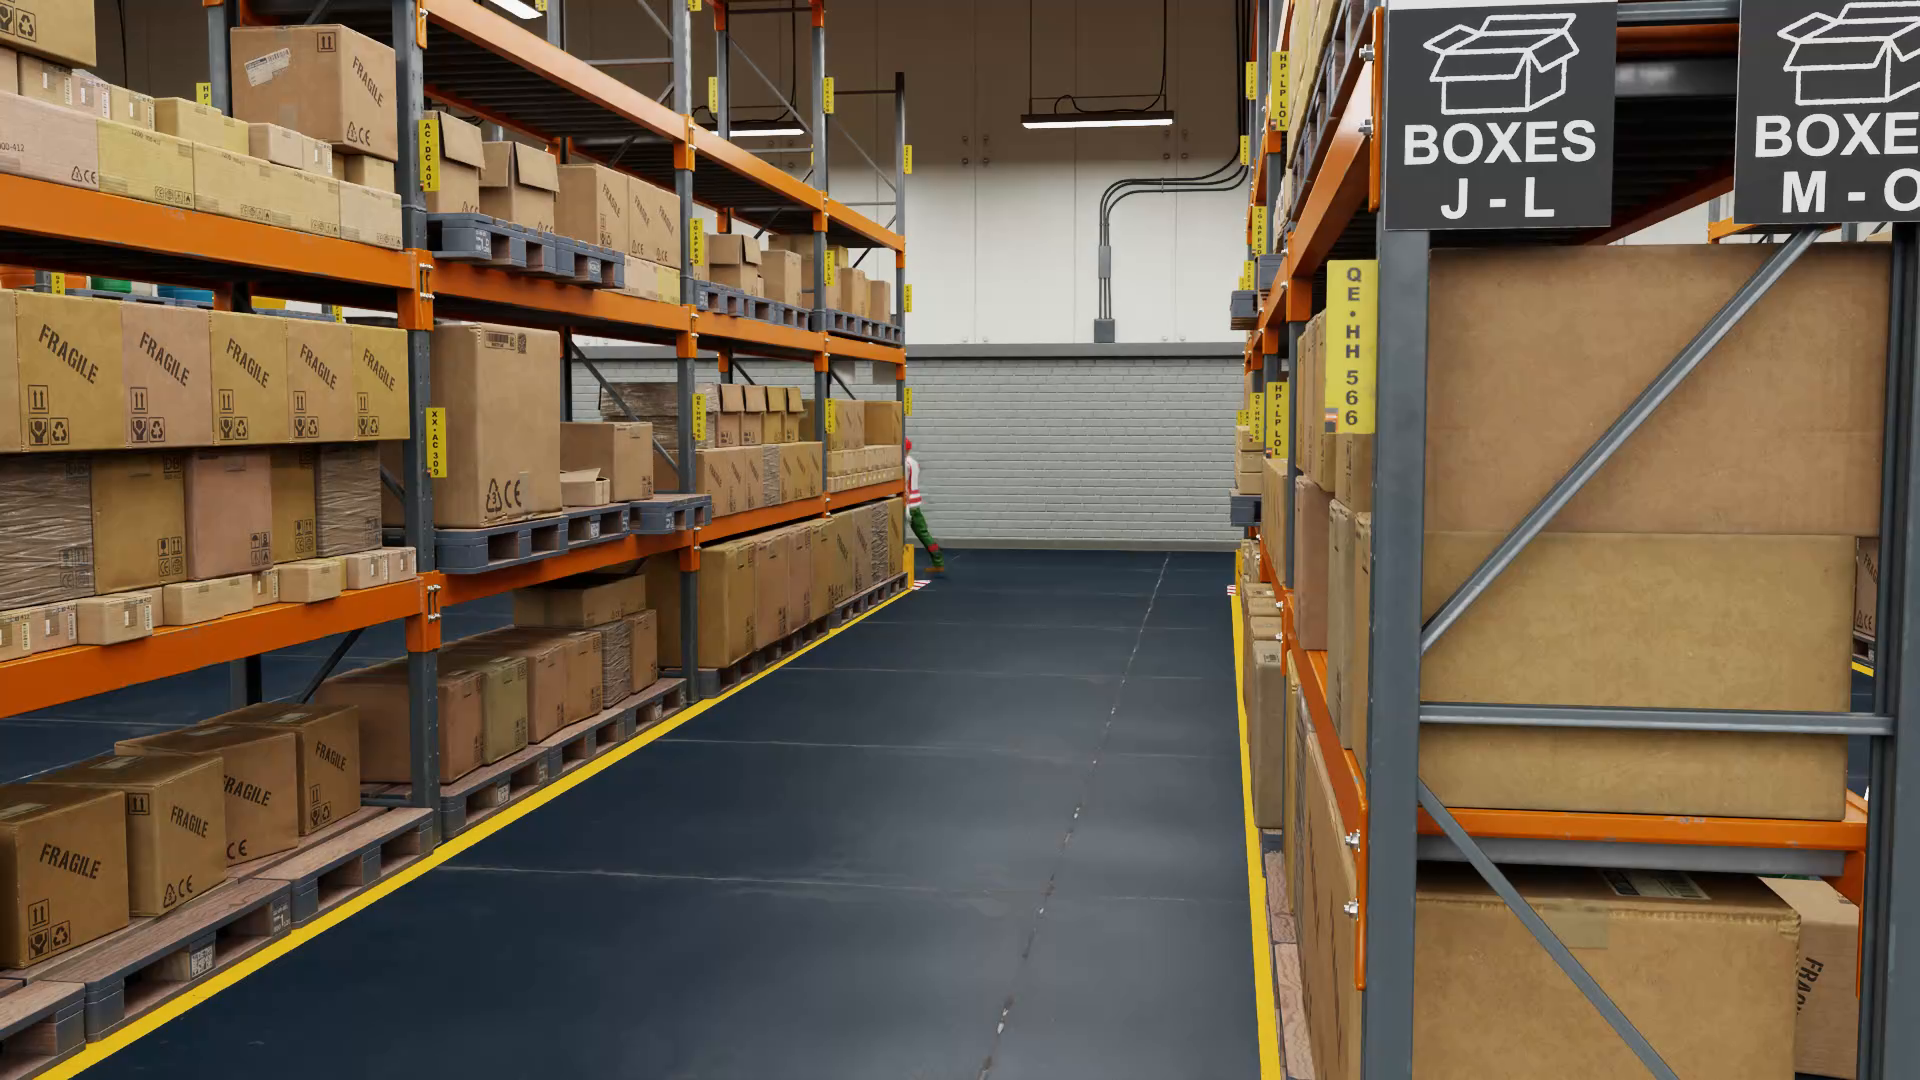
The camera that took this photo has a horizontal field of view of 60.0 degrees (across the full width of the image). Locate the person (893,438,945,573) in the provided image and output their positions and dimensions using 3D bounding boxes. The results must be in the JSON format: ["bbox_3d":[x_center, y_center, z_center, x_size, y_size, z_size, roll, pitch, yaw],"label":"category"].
[{"bbox_3d":[-0.723,-0.424,20.879,1.048,1.737,0.697,2,5,21],"label":"person"}]
